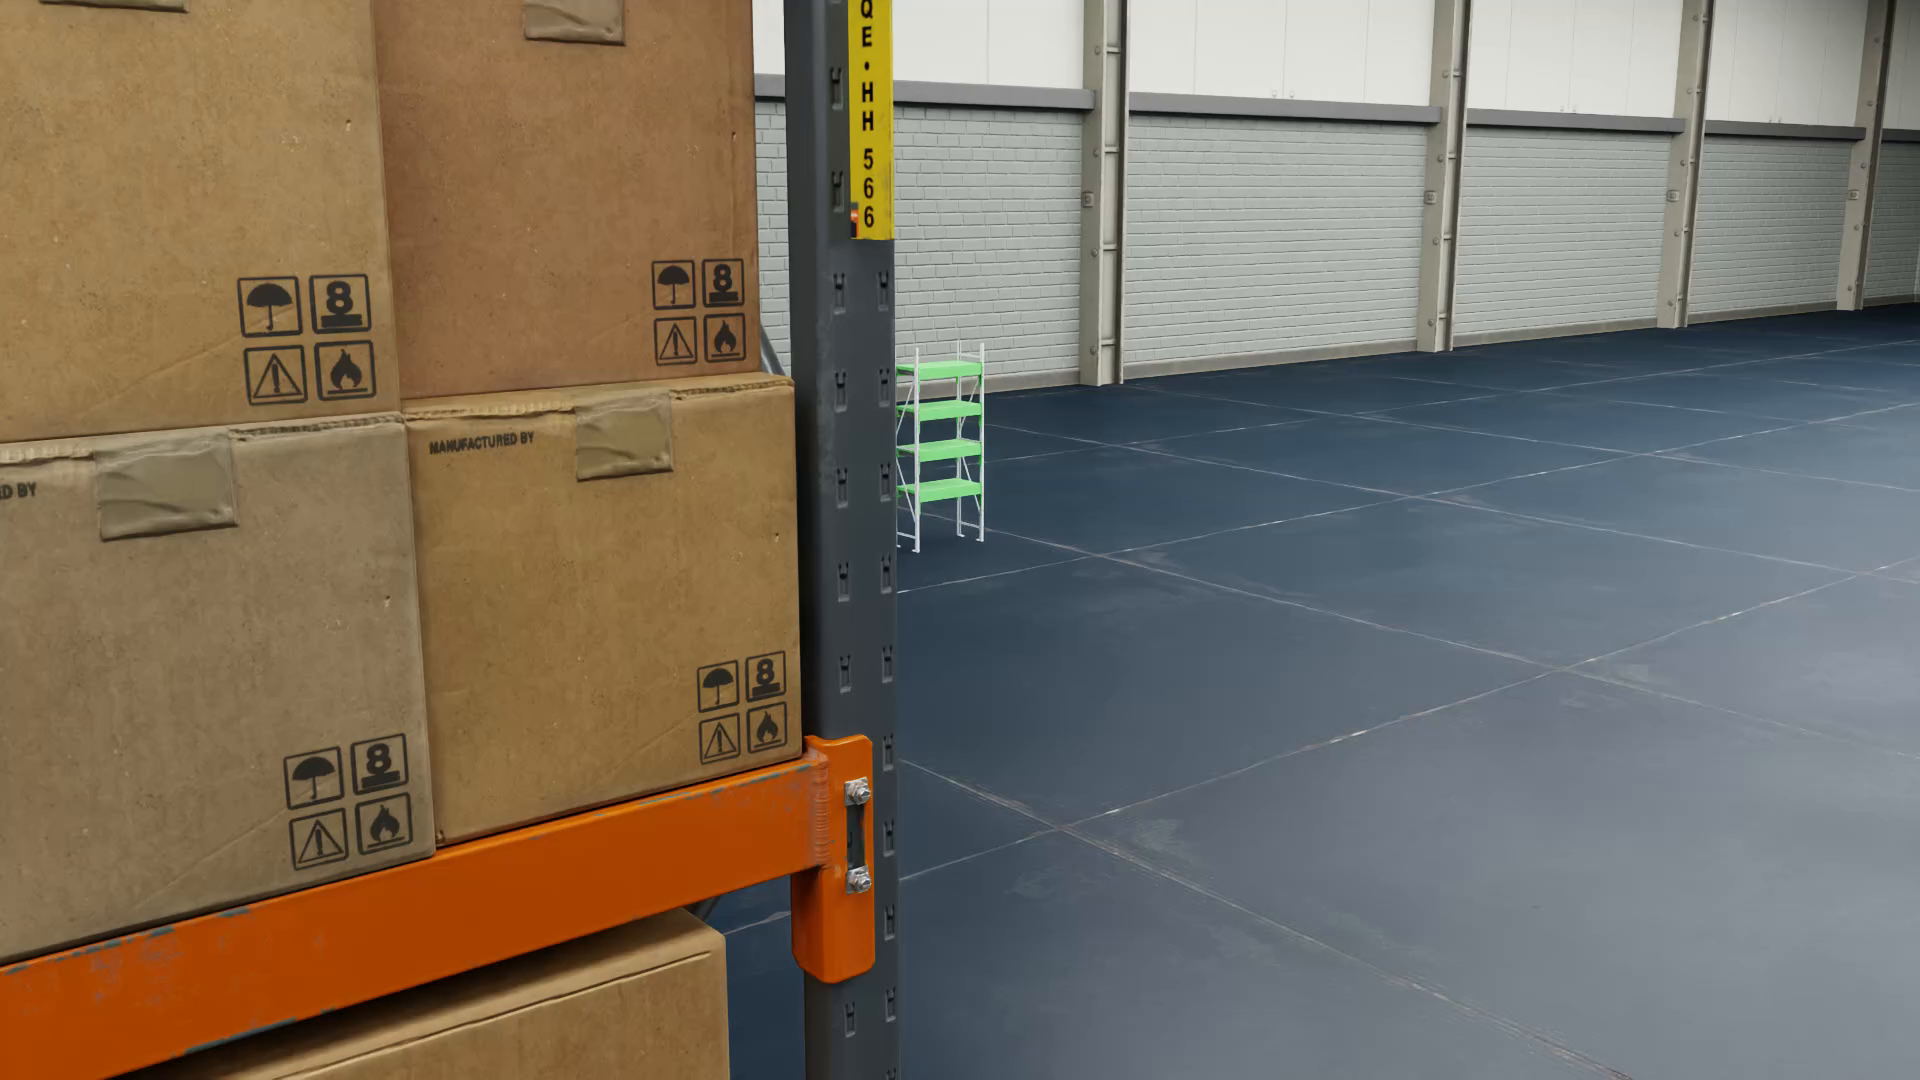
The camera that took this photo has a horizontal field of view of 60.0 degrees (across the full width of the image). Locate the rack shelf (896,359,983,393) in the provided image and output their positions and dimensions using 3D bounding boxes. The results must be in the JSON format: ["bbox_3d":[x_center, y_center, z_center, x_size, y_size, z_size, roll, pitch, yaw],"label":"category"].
[{"bbox_3d":[-0.129,-0.972,9.817,0.480,0.148,0.258,-9,15,-38],"label":"rack shelf"}]

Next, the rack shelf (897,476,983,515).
[{"bbox_3d":[-0.129,-0.268,9.966,0.480,0.148,0.258,-9,15,-38],"label":"rack shelf"}]

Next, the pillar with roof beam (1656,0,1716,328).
[{"bbox_3d":[13.600,-6.972,21.299,0.400,9.000,9.100,-9,15,-38],"label":"pillar with roof beam"}]

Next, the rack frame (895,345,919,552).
[{"bbox_3d":[-0.320,-0.534,9.754,0.015,1.200,0.240,-9,15,-38],"label":"rack frame"}]

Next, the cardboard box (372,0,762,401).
[{"bbox_3d":[-0.762,-0.531,2.449,0.550,0.550,0.875,-9,15,-38],"label":"cardboard box"}]

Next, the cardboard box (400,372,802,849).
[{"bbox_3d":[-0.710,0.011,2.497,0.550,0.550,0.875,-9,15,-38],"label":"cardboard box"}]

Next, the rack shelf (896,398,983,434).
[{"bbox_3d":[-0.129,-0.738,9.866,0.480,0.148,0.258,-9,15,-38],"label":"rack shelf"}]

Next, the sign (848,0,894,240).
[{"bbox_3d":[-0.120,-0.564,2.206,0.005,0.325,0.100,-9,15,-38],"label":"sign"}]

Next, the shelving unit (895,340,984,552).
[{"bbox_3d":[-0.129,-0.565,9.903,0.503,1.200,0.258,-9,15,-38],"label":"shelving unit"}]

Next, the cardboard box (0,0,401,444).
[{"bbox_3d":[-1.134,-0.445,2.042,0.550,0.550,0.875,-9,15,-38],"label":"cardboard box"}]

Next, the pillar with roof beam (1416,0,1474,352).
[{"bbox_3d":[8.915,-6.194,17.633,0.400,9.000,9.100,-9,15,-38],"label":"pillar with roof beam"}]

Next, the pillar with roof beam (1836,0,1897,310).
[{"bbox_3d":[18.285,-7.751,24.966,0.400,9.000,9.100,-9,15,-38],"label":"pillar with roof beam"}]

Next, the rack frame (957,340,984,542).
[{"bbox_3d":[0.061,-0.597,10.052,0.015,1.200,0.240,-9,15,-38],"label":"rack frame"}]

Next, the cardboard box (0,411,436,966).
[{"bbox_3d":[-1.125,0.085,2.144,0.550,0.550,0.875,-9,15,-38],"label":"cardboard box"}]

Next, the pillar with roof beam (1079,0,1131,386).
[{"bbox_3d":[4.230,-5.415,13.966,0.400,9.000,9.100,-9,15,-38],"label":"pillar with roof beam"}]

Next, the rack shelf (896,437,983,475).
[{"bbox_3d":[-0.129,-0.503,9.916,0.480,0.148,0.258,-9,15,-38],"label":"rack shelf"}]

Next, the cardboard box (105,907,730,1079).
[{"bbox_3d":[-0.936,0.961,2.486,0.875,0.875,0.875,-9,15,-37],"label":"cardboard box"}]

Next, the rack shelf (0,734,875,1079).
[{"bbox_3d":[-2.010,0.640,1.626,4.000,0.370,1.077,-9,15,-38],"label":"rack shelf"}]
